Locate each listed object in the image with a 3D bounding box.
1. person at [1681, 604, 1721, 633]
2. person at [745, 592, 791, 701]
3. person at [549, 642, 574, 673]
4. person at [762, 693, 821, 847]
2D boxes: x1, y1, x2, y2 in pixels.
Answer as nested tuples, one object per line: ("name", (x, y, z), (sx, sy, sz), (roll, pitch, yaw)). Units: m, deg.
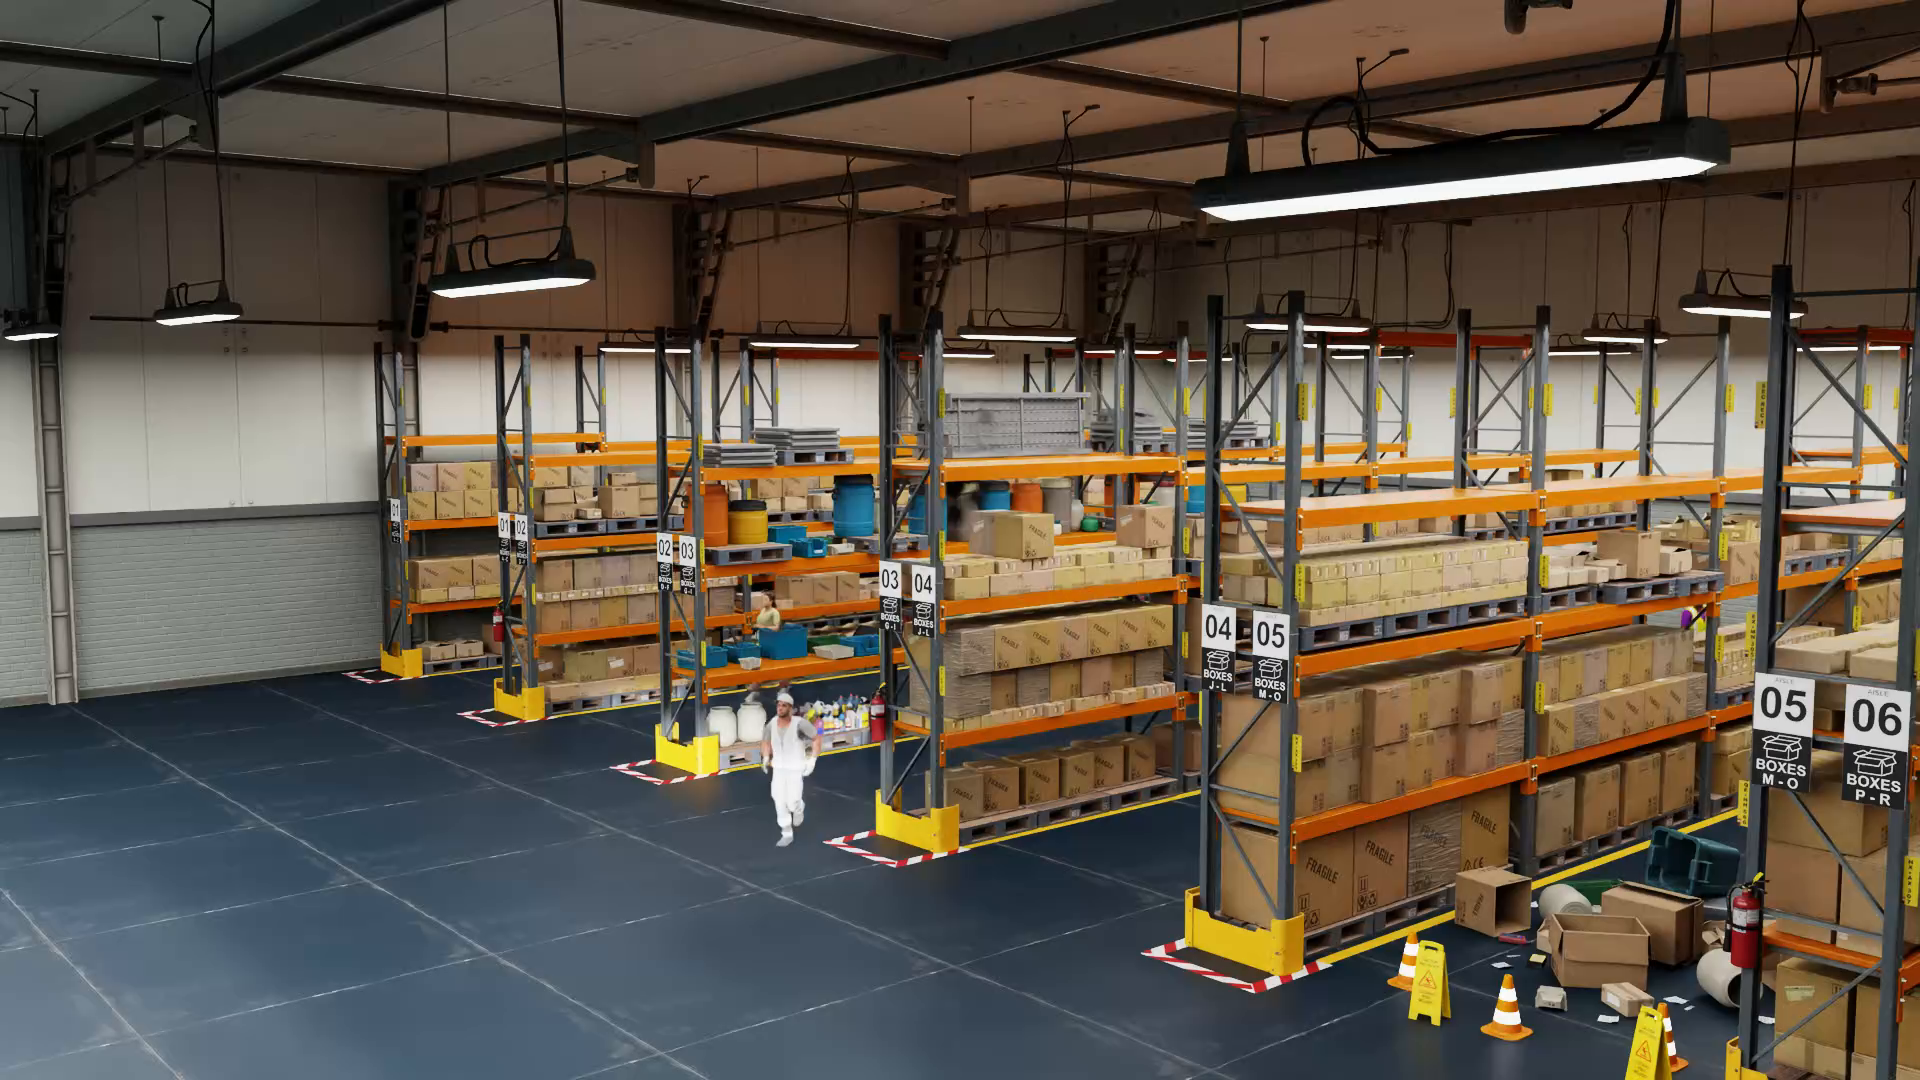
("person", (12.637, 1.729, 28.305), (0.702, 1.738, 0.625), (1, 5, 14))
("person", (-3.032, 1.658, 26.243), (0.564, 1.691, 0.865), (4, 7, 39))
("person", (-6.940, 1.684, 29.230), (0.564, 1.627, 0.628), (5, 7, 44))
("person", (-1.924, 2.590, 18.817), (0.685, 1.745, 0.643), (2, 5, 17))
